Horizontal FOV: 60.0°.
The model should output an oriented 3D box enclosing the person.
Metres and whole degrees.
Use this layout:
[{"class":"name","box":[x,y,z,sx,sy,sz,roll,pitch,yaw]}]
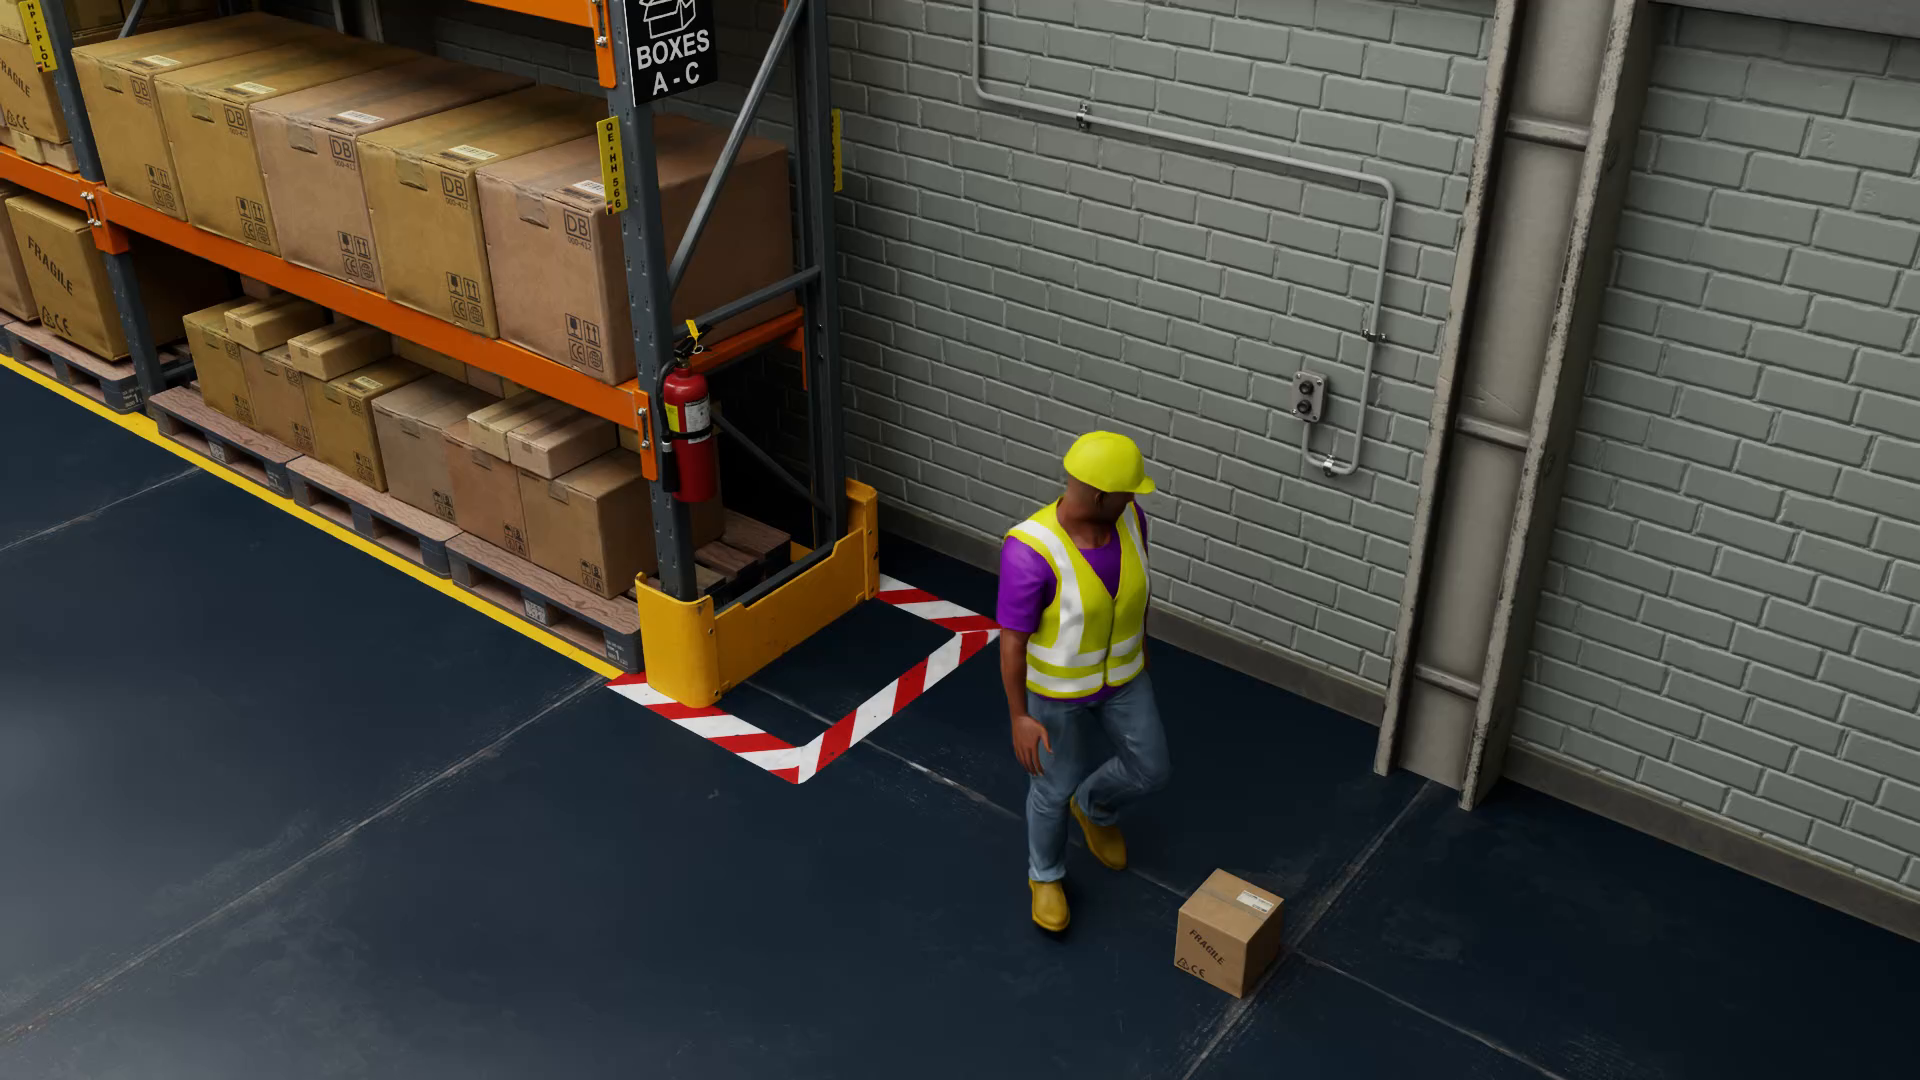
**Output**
[{"class":"person","box":[0.382,0.447,5.316,0.633,1.771,0.463,-15,34,-24]}]
